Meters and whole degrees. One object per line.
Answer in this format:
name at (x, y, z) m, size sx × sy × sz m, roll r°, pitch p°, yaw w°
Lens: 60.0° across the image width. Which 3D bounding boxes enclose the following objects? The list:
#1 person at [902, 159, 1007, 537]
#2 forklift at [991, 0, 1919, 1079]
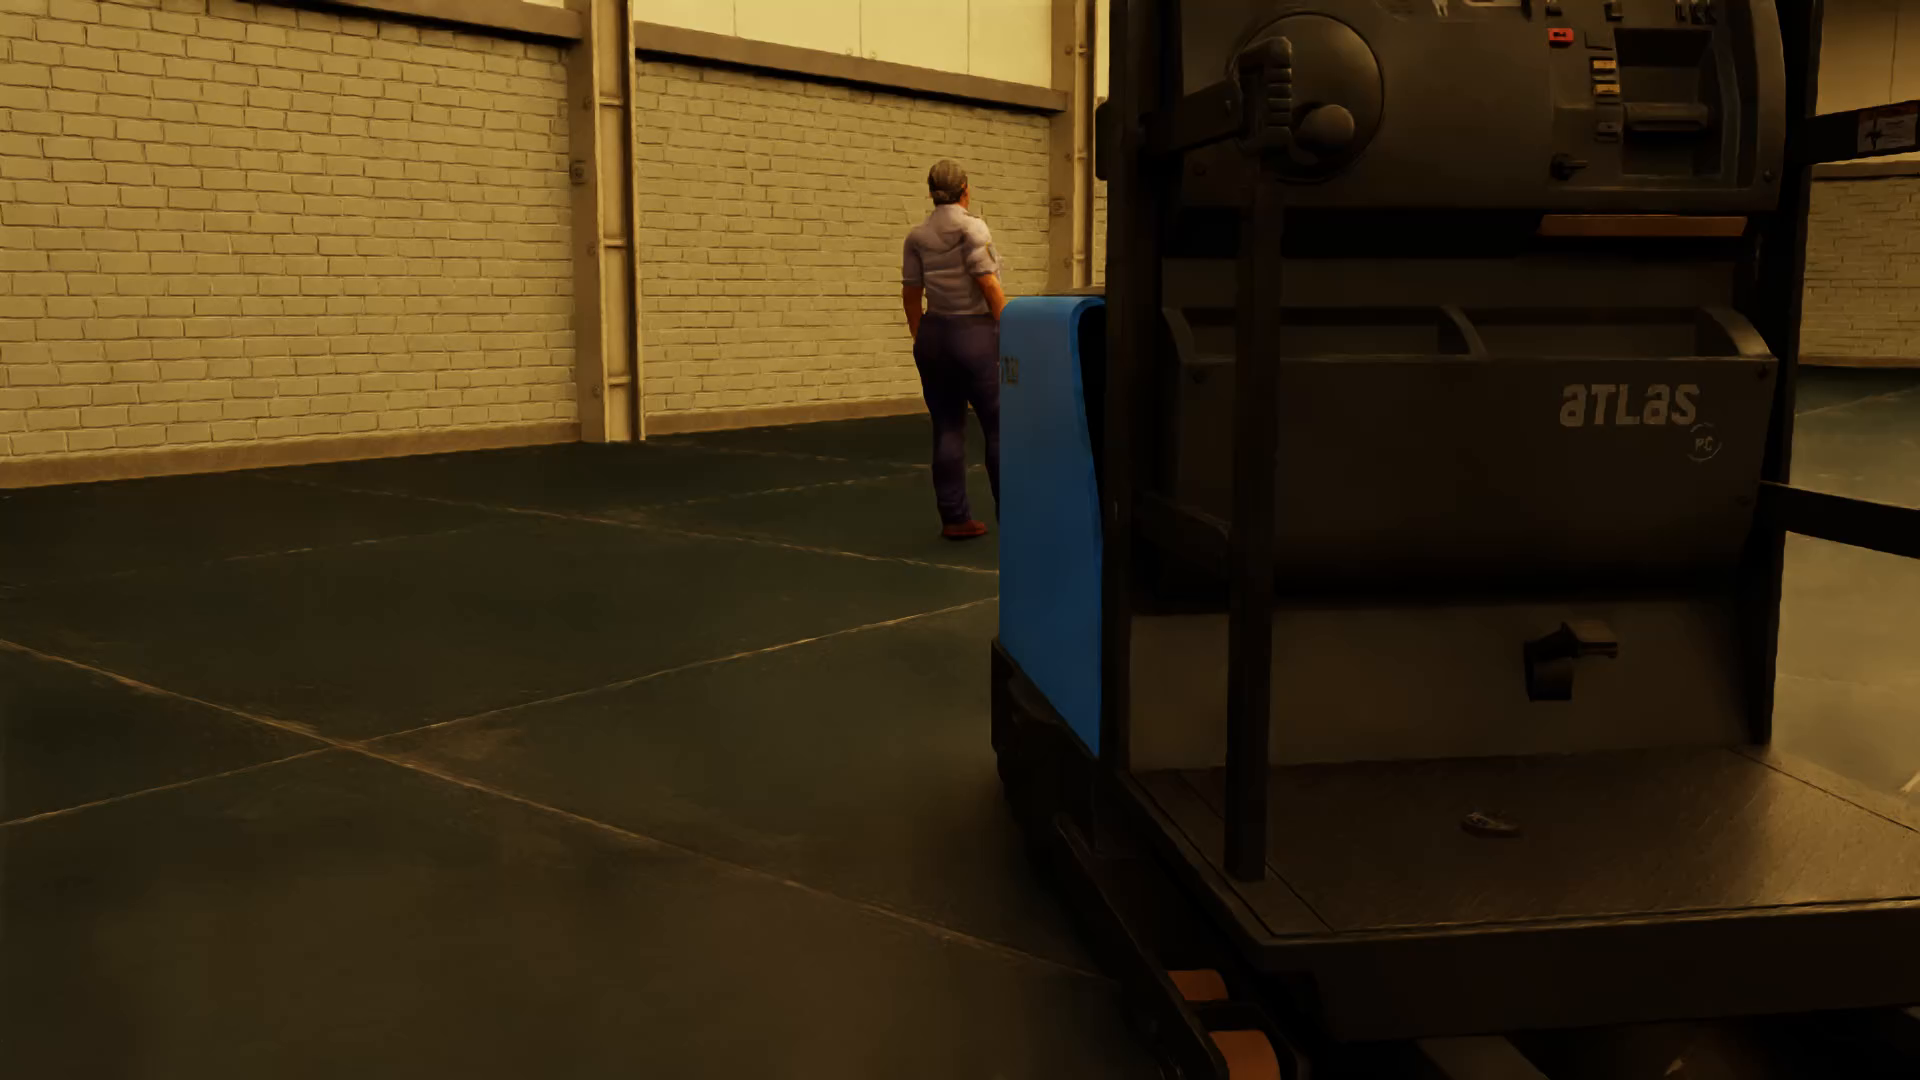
person at (0.074, -0.830, 7.340) m, size 0.599 × 1.650 × 0.502 m, roll 7°, pitch 11°, yaw 38°
forklift at (0.801, -0.725, 2.240) m, size 1.130 × 2.935 × 3.031 m, roll -1°, pitch 8°, yaw -8°
